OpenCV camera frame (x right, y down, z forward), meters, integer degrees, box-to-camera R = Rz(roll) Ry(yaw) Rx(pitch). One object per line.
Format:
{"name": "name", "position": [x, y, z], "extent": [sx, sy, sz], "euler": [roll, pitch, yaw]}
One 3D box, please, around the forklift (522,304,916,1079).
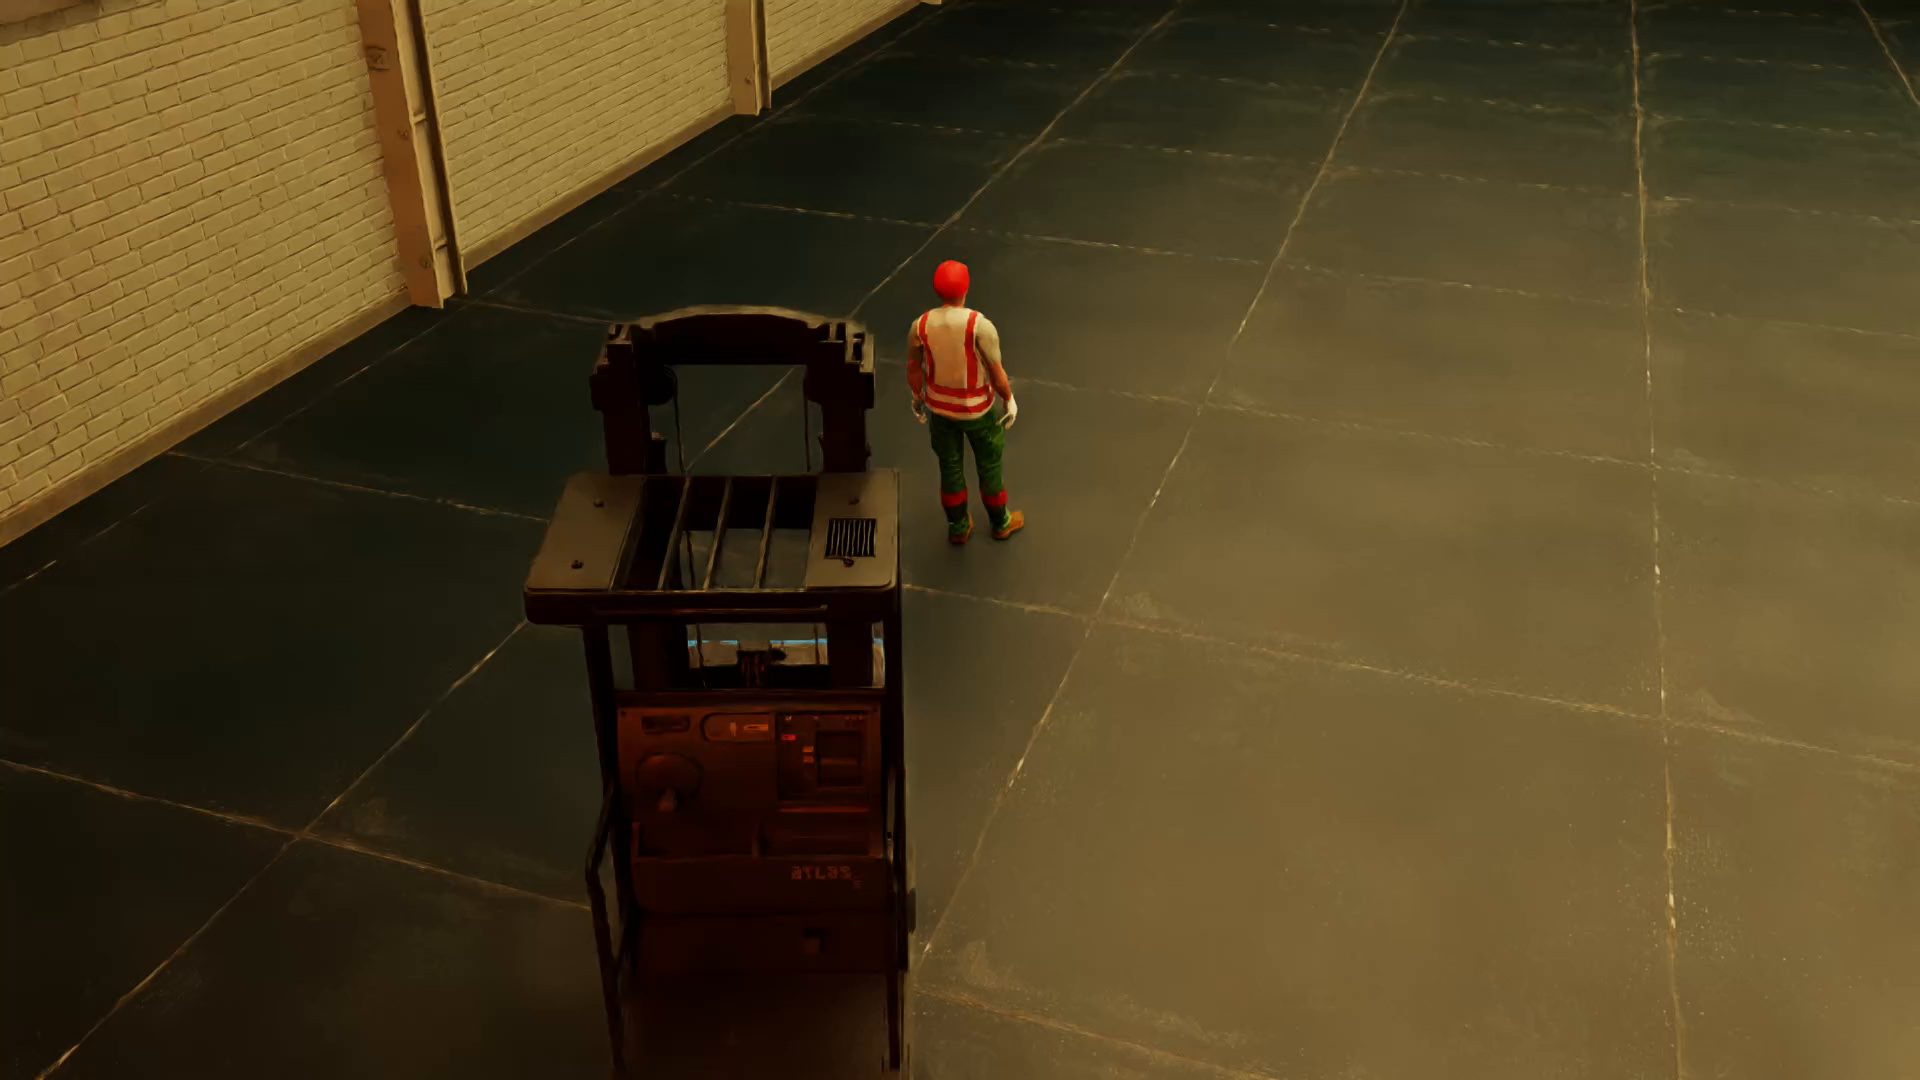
{"name": "forklift", "position": [-0.737, 0.813, 5.710], "extent": [1.130, 2.935, 3.031], "euler": [-1, 30, -1]}

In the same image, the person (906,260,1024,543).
{"name": "person", "position": [0.037, -0.820, 9.714], "extent": [0.637, 1.787, 0.559], "euler": [10, 31, 16]}
